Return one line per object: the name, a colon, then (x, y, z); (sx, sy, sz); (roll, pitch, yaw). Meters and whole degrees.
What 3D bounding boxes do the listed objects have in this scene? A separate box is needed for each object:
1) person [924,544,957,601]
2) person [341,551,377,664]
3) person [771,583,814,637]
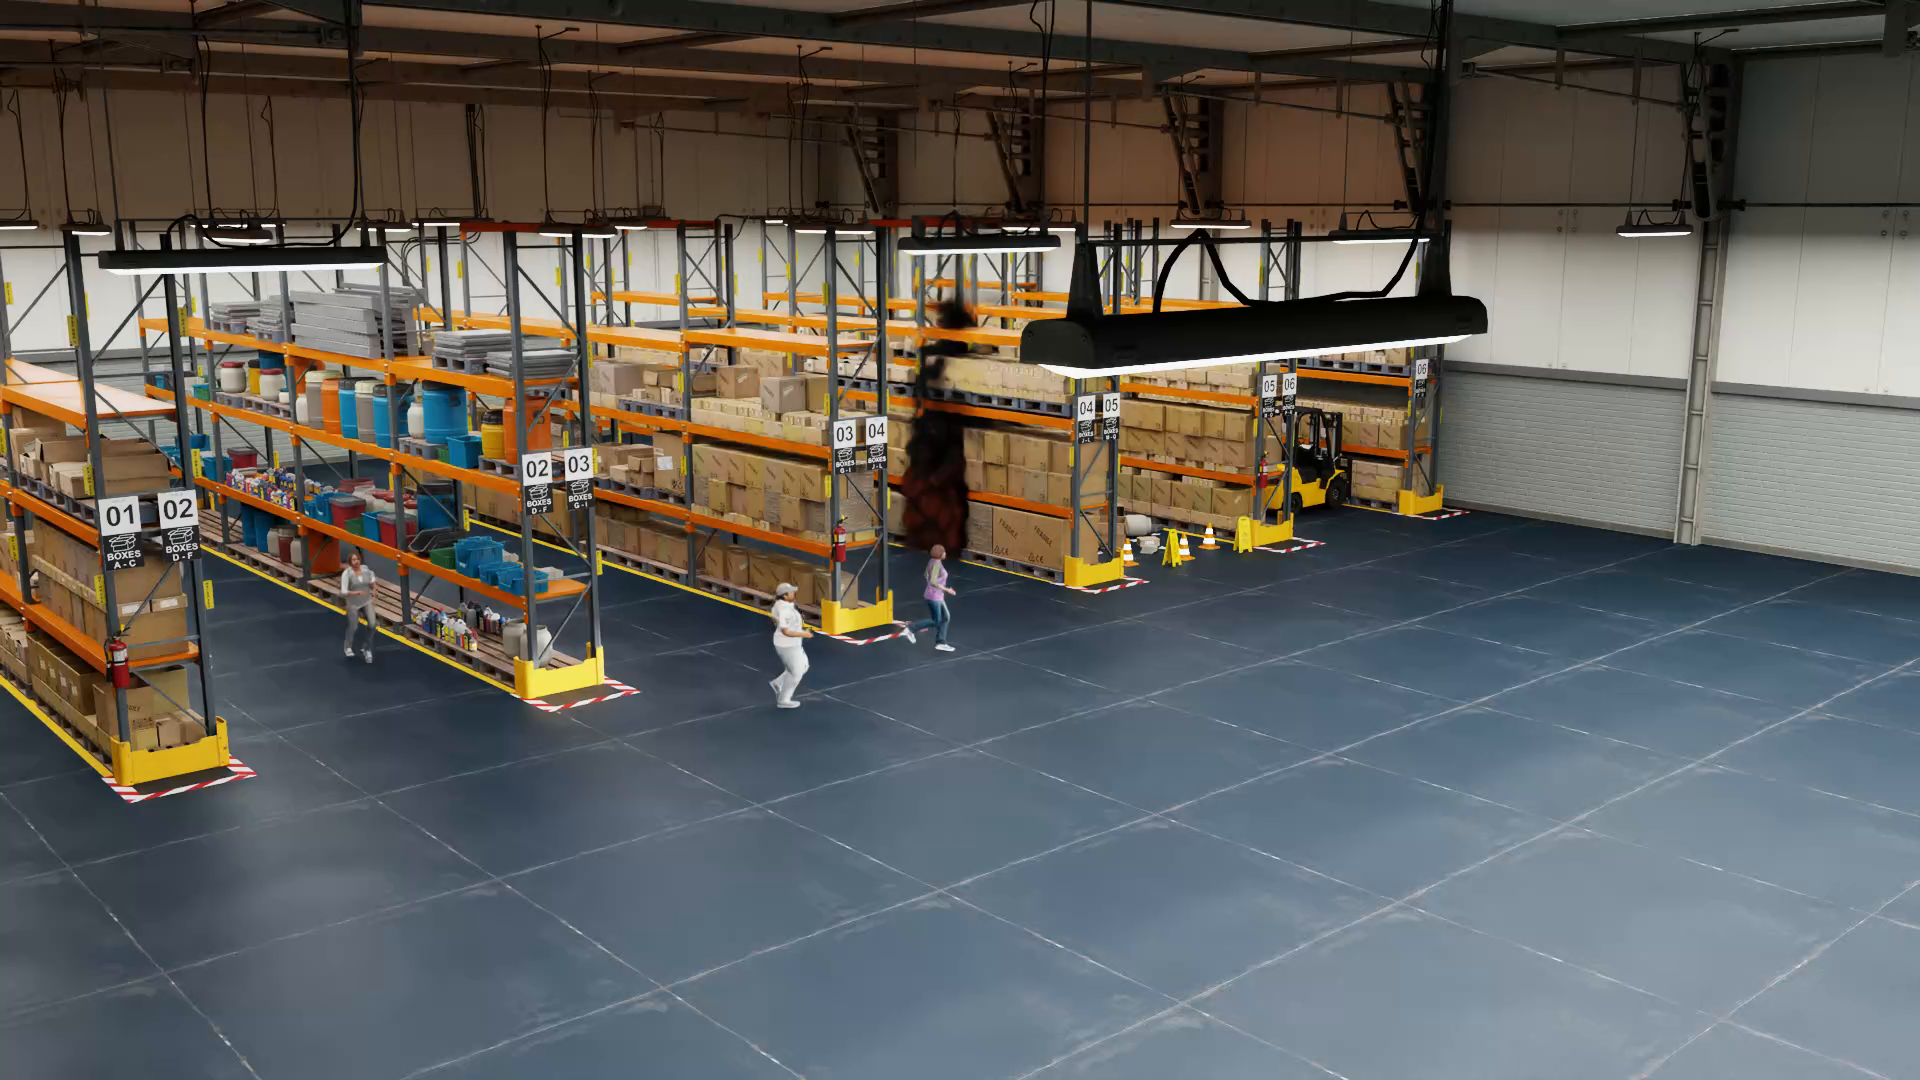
person: (-0.288, 0.451, 23.764); (0.461, 0.797, 0.526); (-1, 11, -3)
person: (-8.380, 0.929, 23.226); (0.546, 1.591, 0.815); (-8, 14, -36)
person: (-2.127, 0.933, 21.092); (0.515, 0.812, 0.599); (-2, 12, -10)
